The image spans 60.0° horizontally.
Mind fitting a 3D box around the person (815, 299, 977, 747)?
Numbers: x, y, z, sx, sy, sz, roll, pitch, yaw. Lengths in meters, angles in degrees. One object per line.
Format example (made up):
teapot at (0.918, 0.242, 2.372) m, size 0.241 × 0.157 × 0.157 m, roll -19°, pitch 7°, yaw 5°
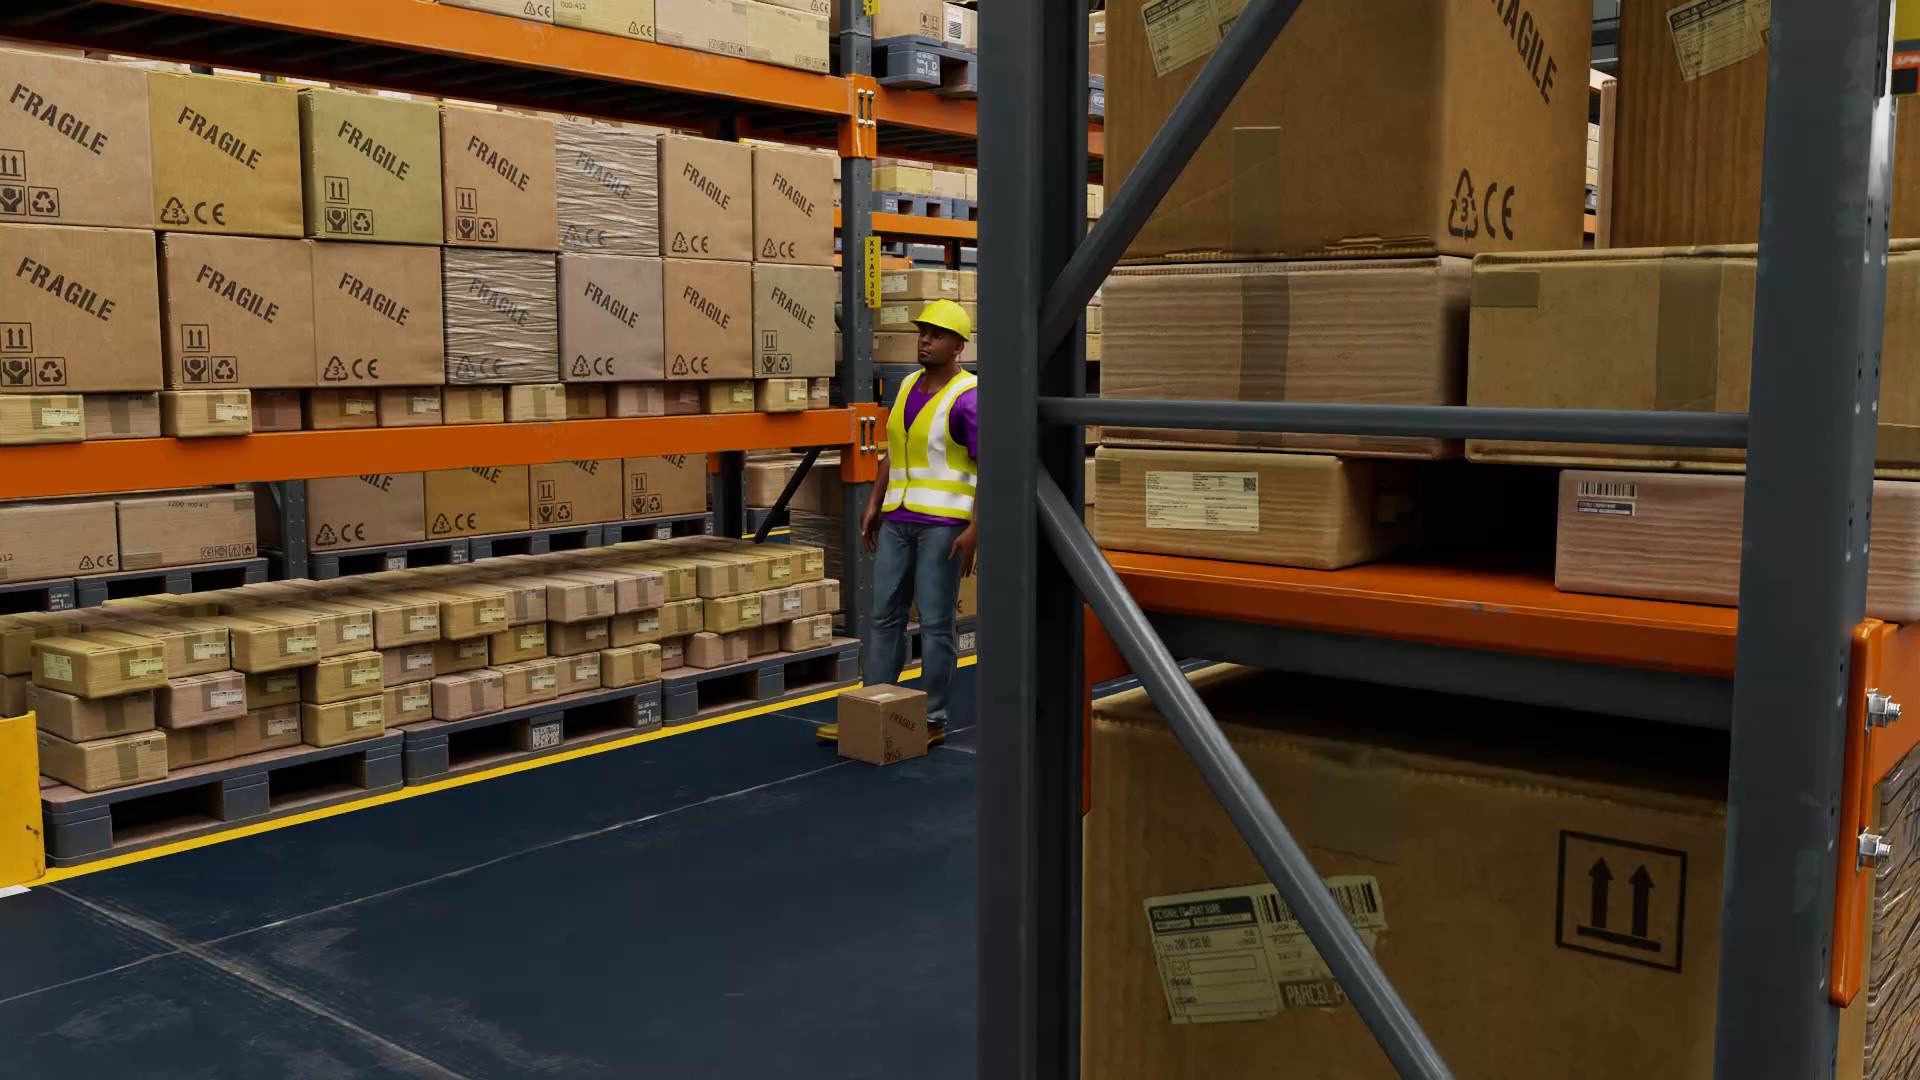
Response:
person at (-0.181, -0.061, 6.570) m, size 0.576 × 1.766 × 0.666 m, roll -6°, pitch 9°, yaw -44°
